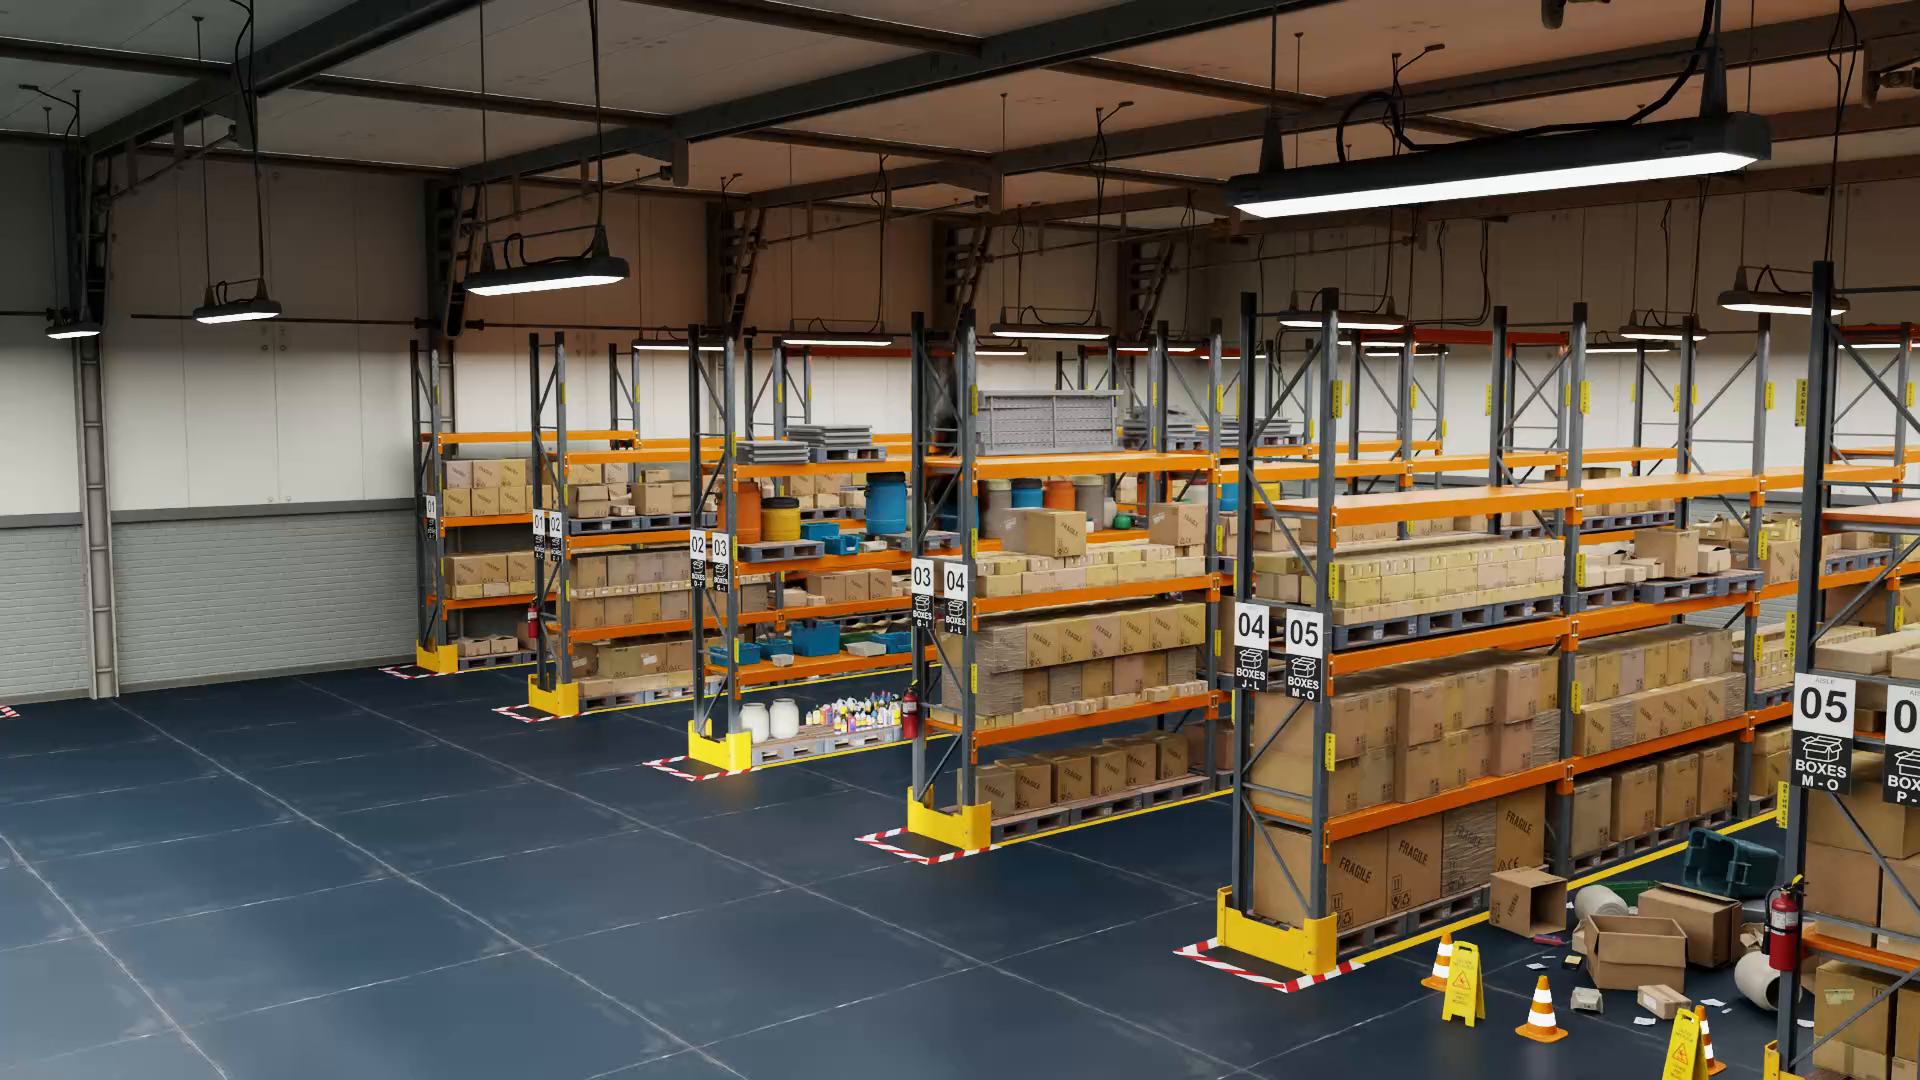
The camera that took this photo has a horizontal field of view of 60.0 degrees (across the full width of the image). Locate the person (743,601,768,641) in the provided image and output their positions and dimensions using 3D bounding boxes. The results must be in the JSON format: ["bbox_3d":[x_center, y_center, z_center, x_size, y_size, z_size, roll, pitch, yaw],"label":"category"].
[{"bbox_3d":[-3.874,1.506,30.722,0.825,1.622,0.530,-5,7,-42],"label":"person"}]
